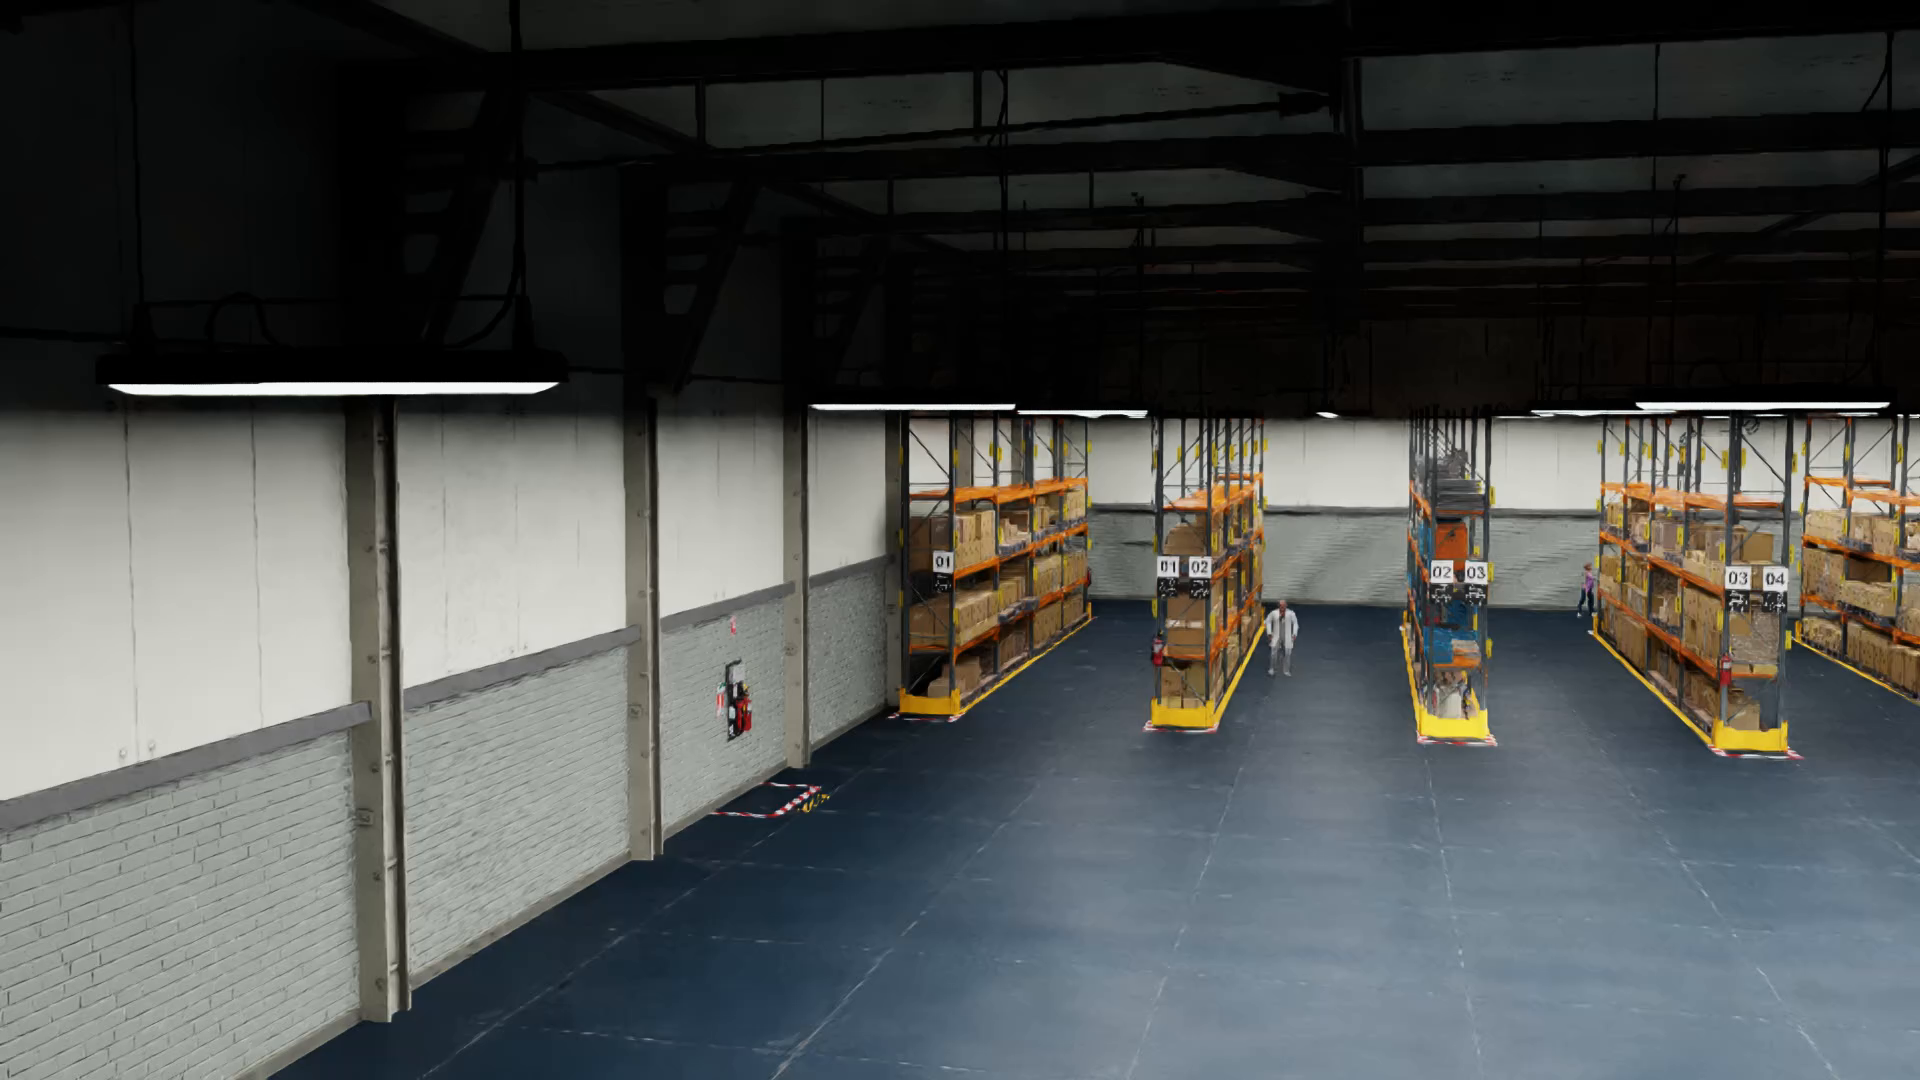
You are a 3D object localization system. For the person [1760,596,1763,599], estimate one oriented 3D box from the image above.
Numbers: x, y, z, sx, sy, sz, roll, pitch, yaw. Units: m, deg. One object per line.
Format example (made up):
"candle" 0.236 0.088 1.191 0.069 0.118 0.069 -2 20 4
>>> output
"person" 18.857 2.105 39.164 0.636 1.621 0.765 1 4 19

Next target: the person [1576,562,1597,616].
"person" 18.345 1.434 48.578 0.636 1.586 0.526 -4 6 -42

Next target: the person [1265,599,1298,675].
"person" 7.233 2.171 37.402 0.729 1.717 0.538 1 4 12
